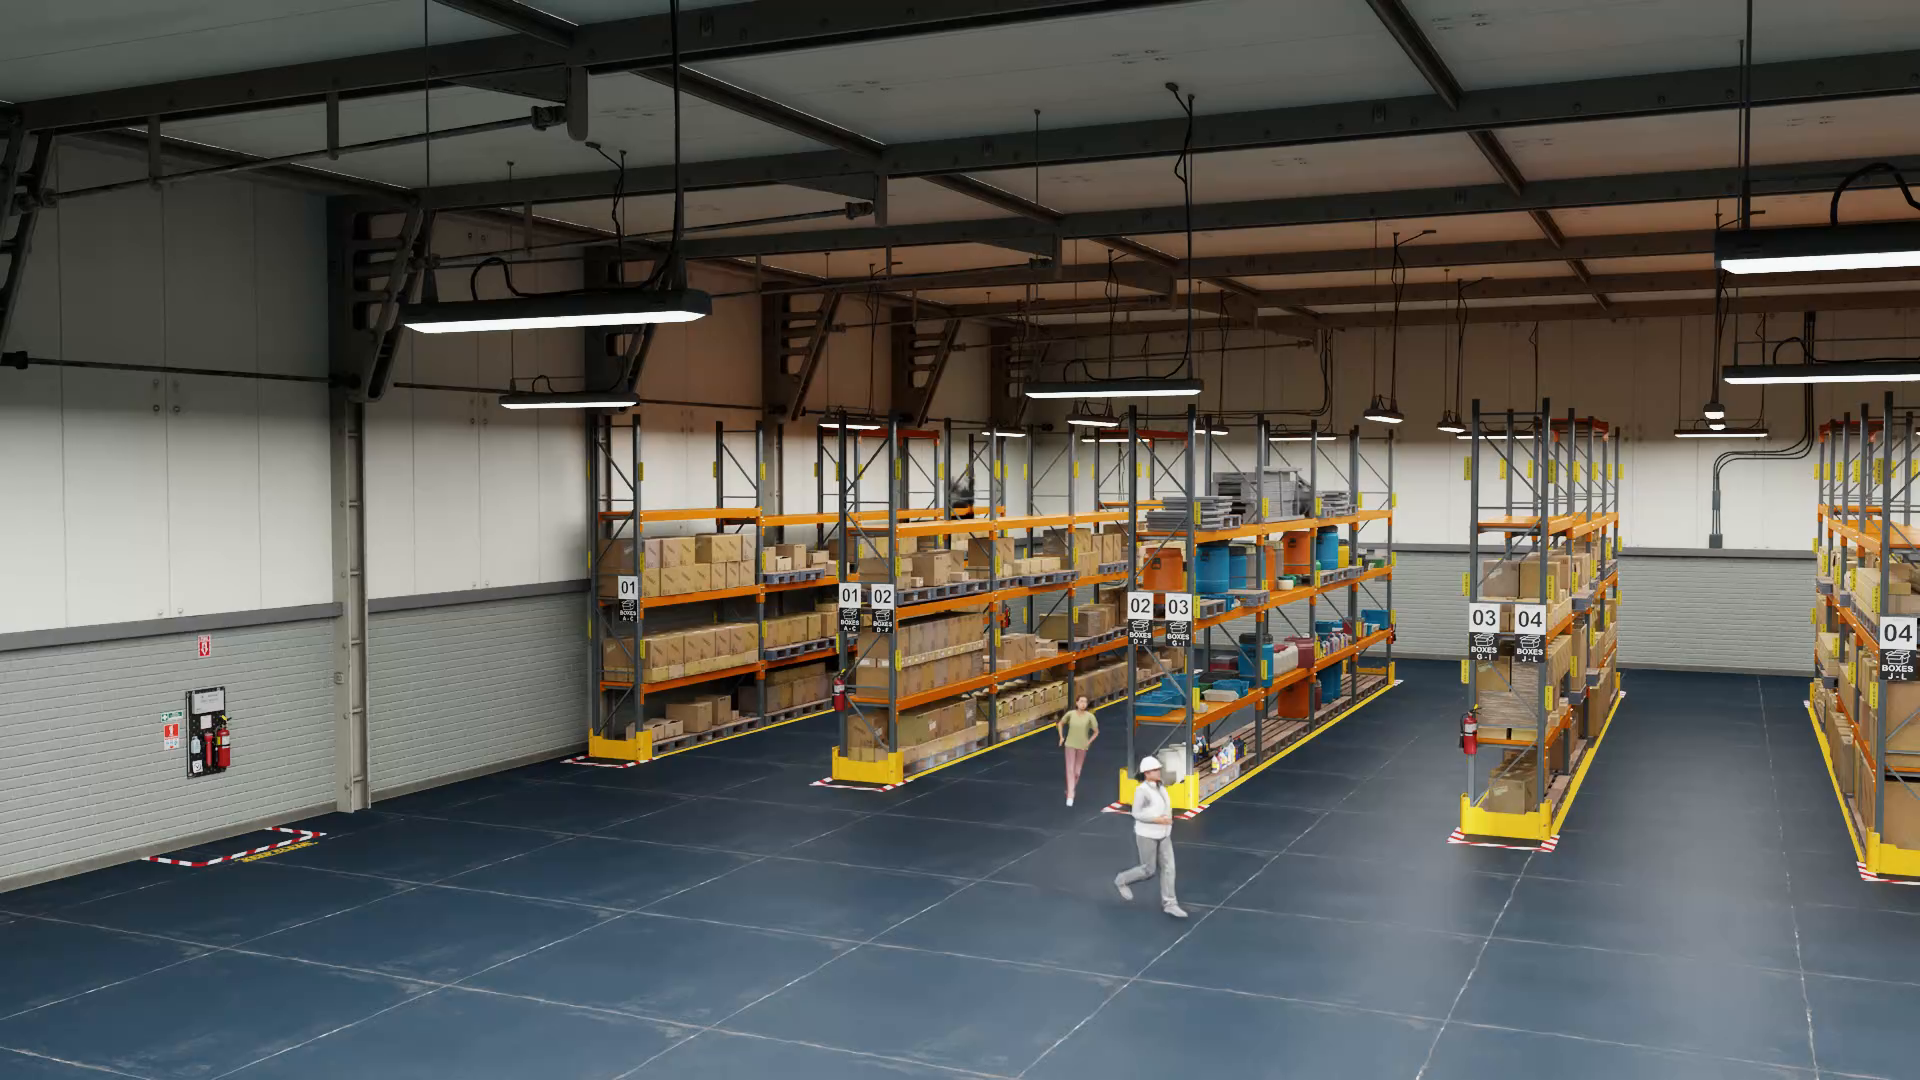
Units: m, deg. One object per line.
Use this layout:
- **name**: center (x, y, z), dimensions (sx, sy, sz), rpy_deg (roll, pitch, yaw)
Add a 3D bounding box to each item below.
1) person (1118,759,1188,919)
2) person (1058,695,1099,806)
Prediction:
- **person**: center (2.202, 3.351, 18.793), dimensions (0.882, 1.765, 0.661), rpy_deg (2, 3, 42)
- **person**: center (1.789, 3.160, 25.188), dimensions (0.624, 1.642, 0.663), rpy_deg (0, 2, 3)
